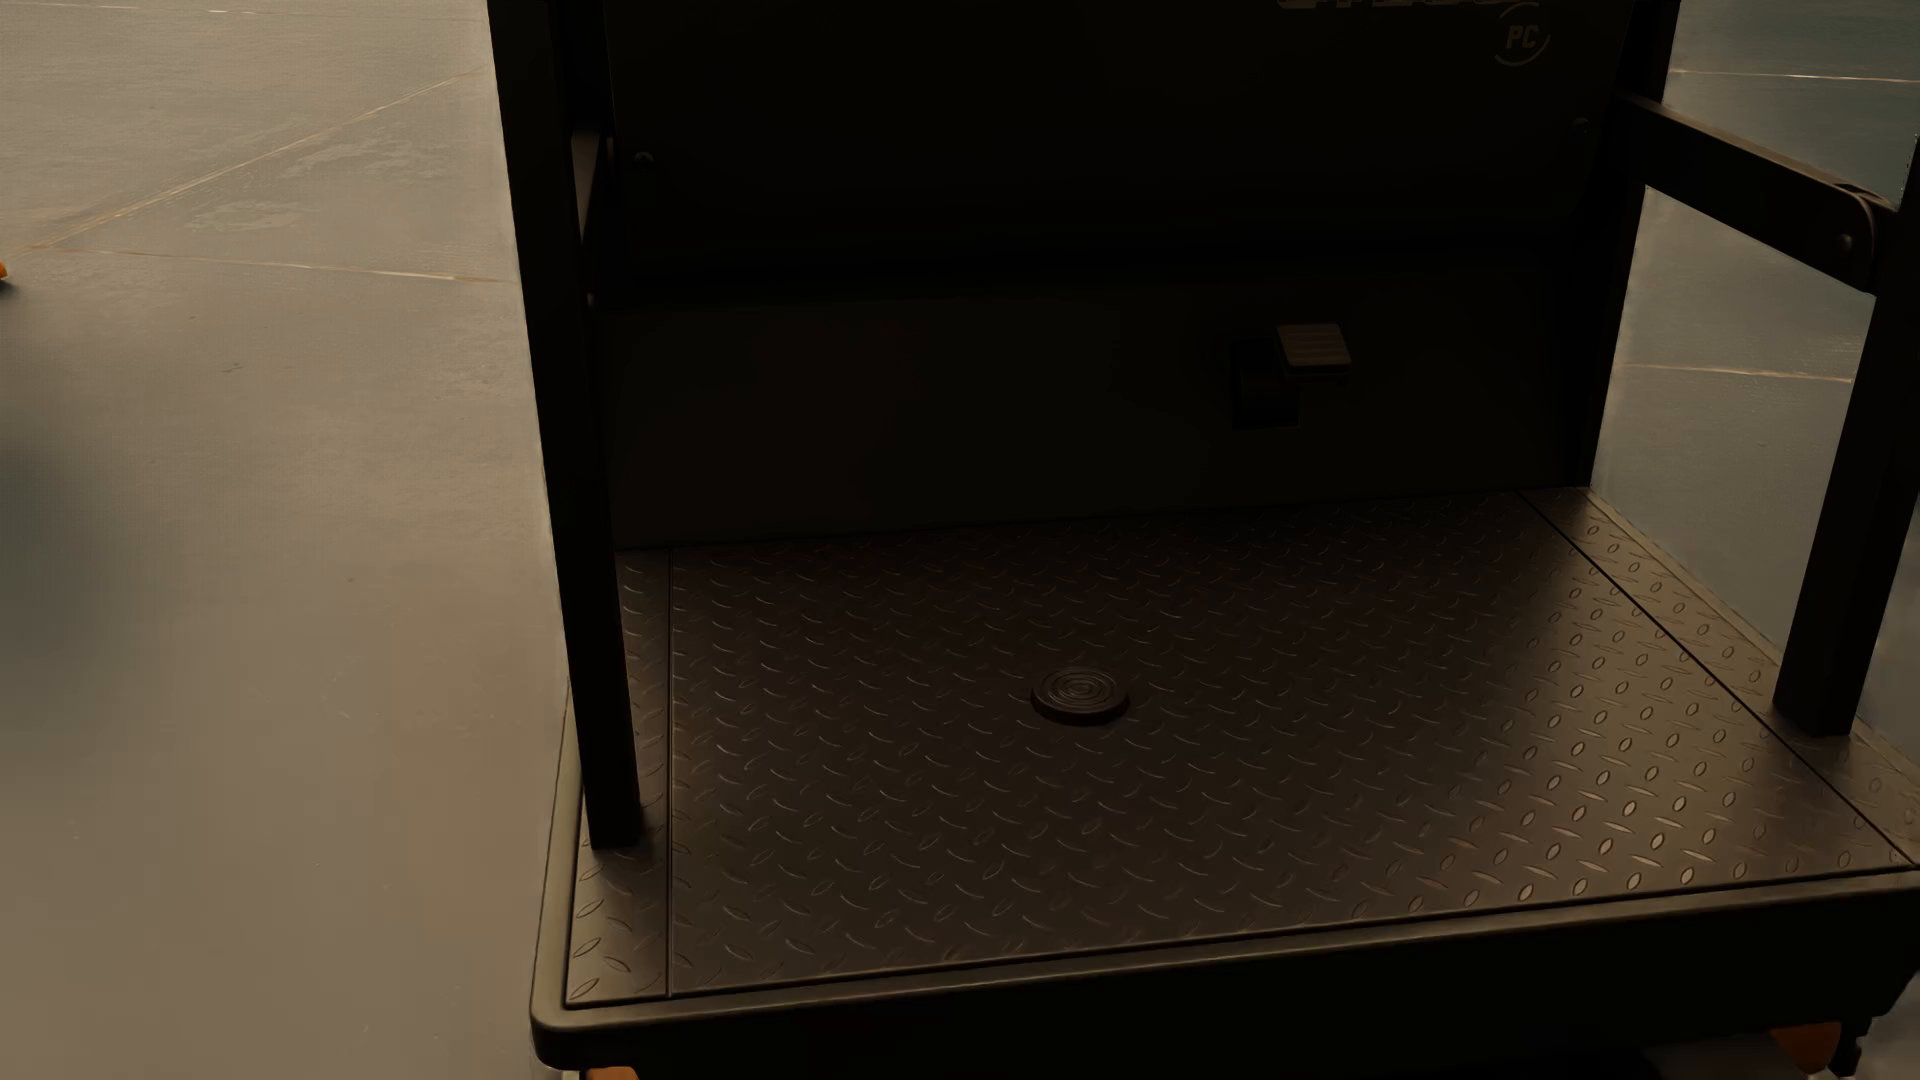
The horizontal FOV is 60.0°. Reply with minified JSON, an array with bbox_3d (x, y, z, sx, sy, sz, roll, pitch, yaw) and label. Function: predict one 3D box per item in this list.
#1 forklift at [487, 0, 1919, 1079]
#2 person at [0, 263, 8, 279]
[{"bbox_3d":[0.186,-0.920,1.069,1.130,2.935,3.031,-4,27,-8],"label":"forklift"},{"bbox_3d":[-2.072,-1.142,3.029,0.510,1.664,1.189,-2,27,-4],"label":"person"}]
